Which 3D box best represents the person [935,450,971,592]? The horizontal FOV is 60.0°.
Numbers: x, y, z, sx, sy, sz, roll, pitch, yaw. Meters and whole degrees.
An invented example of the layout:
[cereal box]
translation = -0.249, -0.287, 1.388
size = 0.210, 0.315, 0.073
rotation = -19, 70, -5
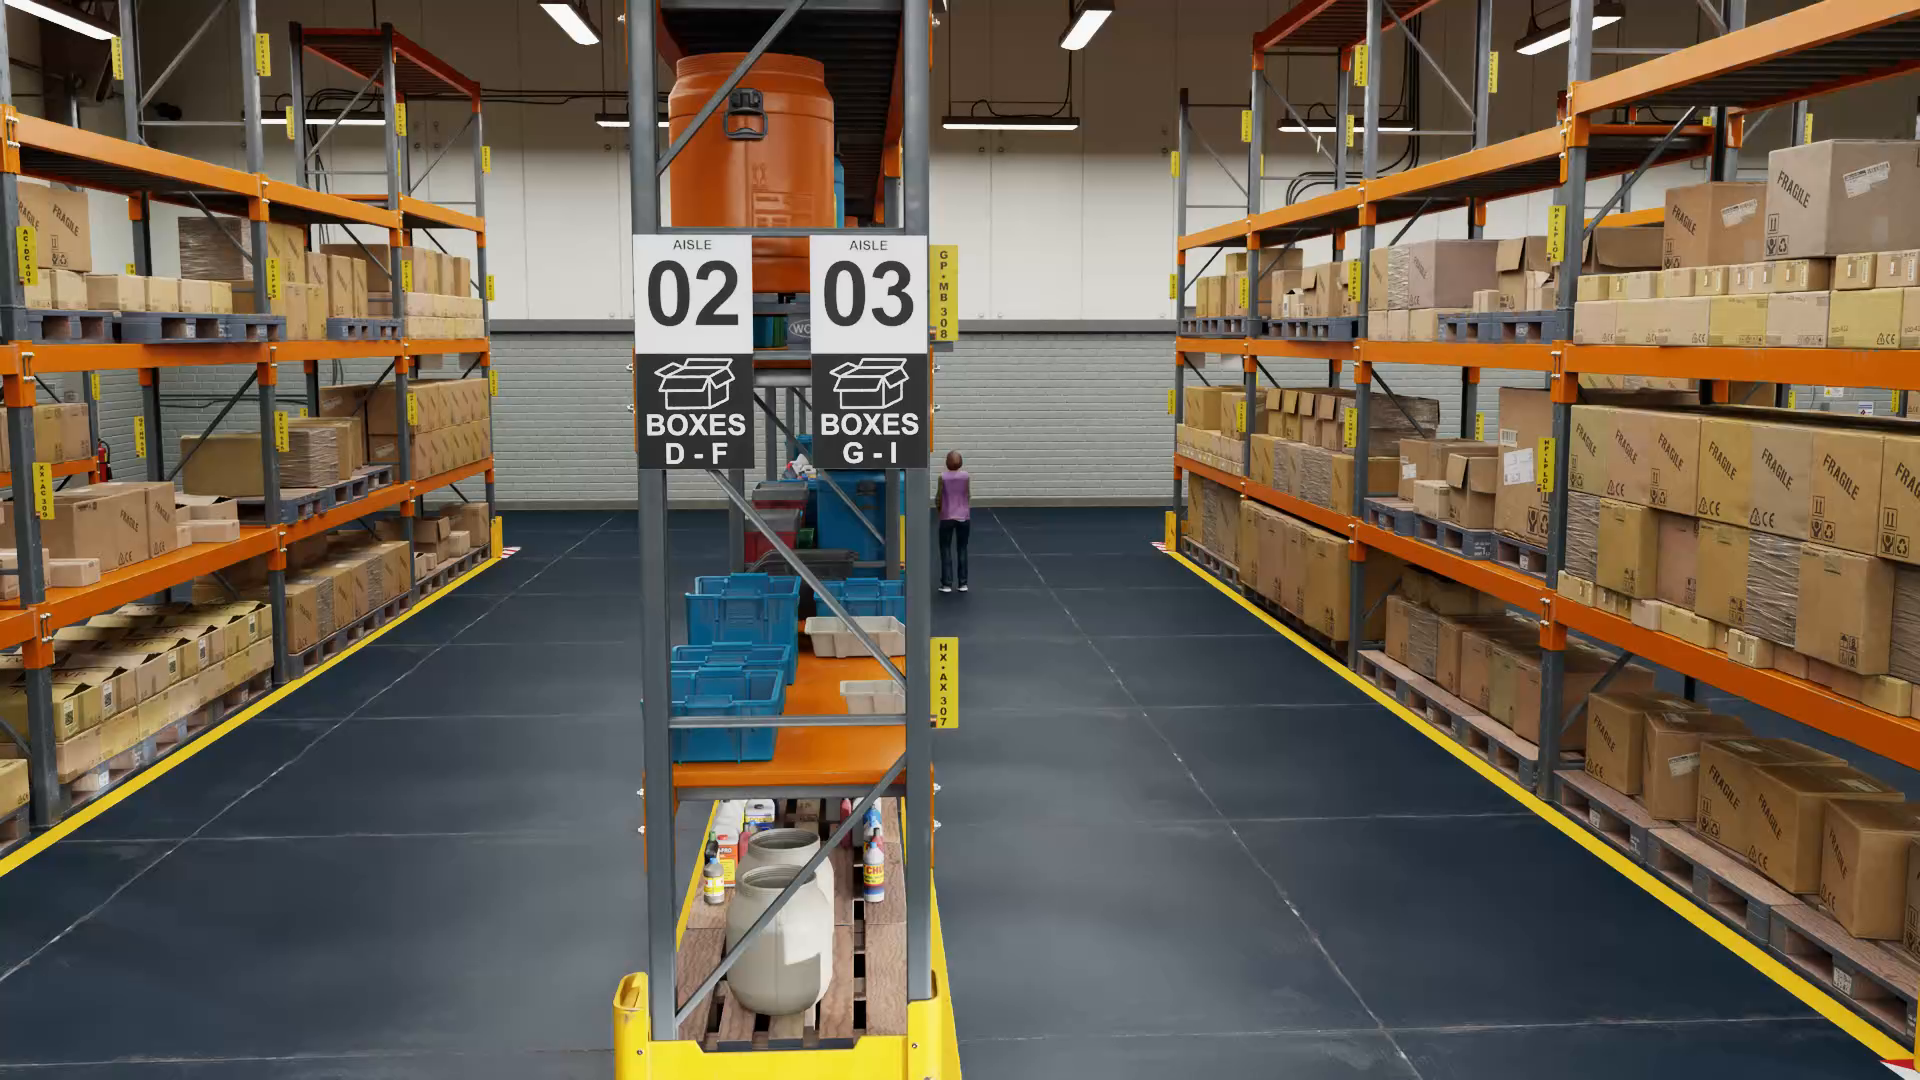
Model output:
[person]
translation = -0.083, -0.222, 18.607
size = 0.408, 1.589, 0.498
rotation = -1, 7, -11
